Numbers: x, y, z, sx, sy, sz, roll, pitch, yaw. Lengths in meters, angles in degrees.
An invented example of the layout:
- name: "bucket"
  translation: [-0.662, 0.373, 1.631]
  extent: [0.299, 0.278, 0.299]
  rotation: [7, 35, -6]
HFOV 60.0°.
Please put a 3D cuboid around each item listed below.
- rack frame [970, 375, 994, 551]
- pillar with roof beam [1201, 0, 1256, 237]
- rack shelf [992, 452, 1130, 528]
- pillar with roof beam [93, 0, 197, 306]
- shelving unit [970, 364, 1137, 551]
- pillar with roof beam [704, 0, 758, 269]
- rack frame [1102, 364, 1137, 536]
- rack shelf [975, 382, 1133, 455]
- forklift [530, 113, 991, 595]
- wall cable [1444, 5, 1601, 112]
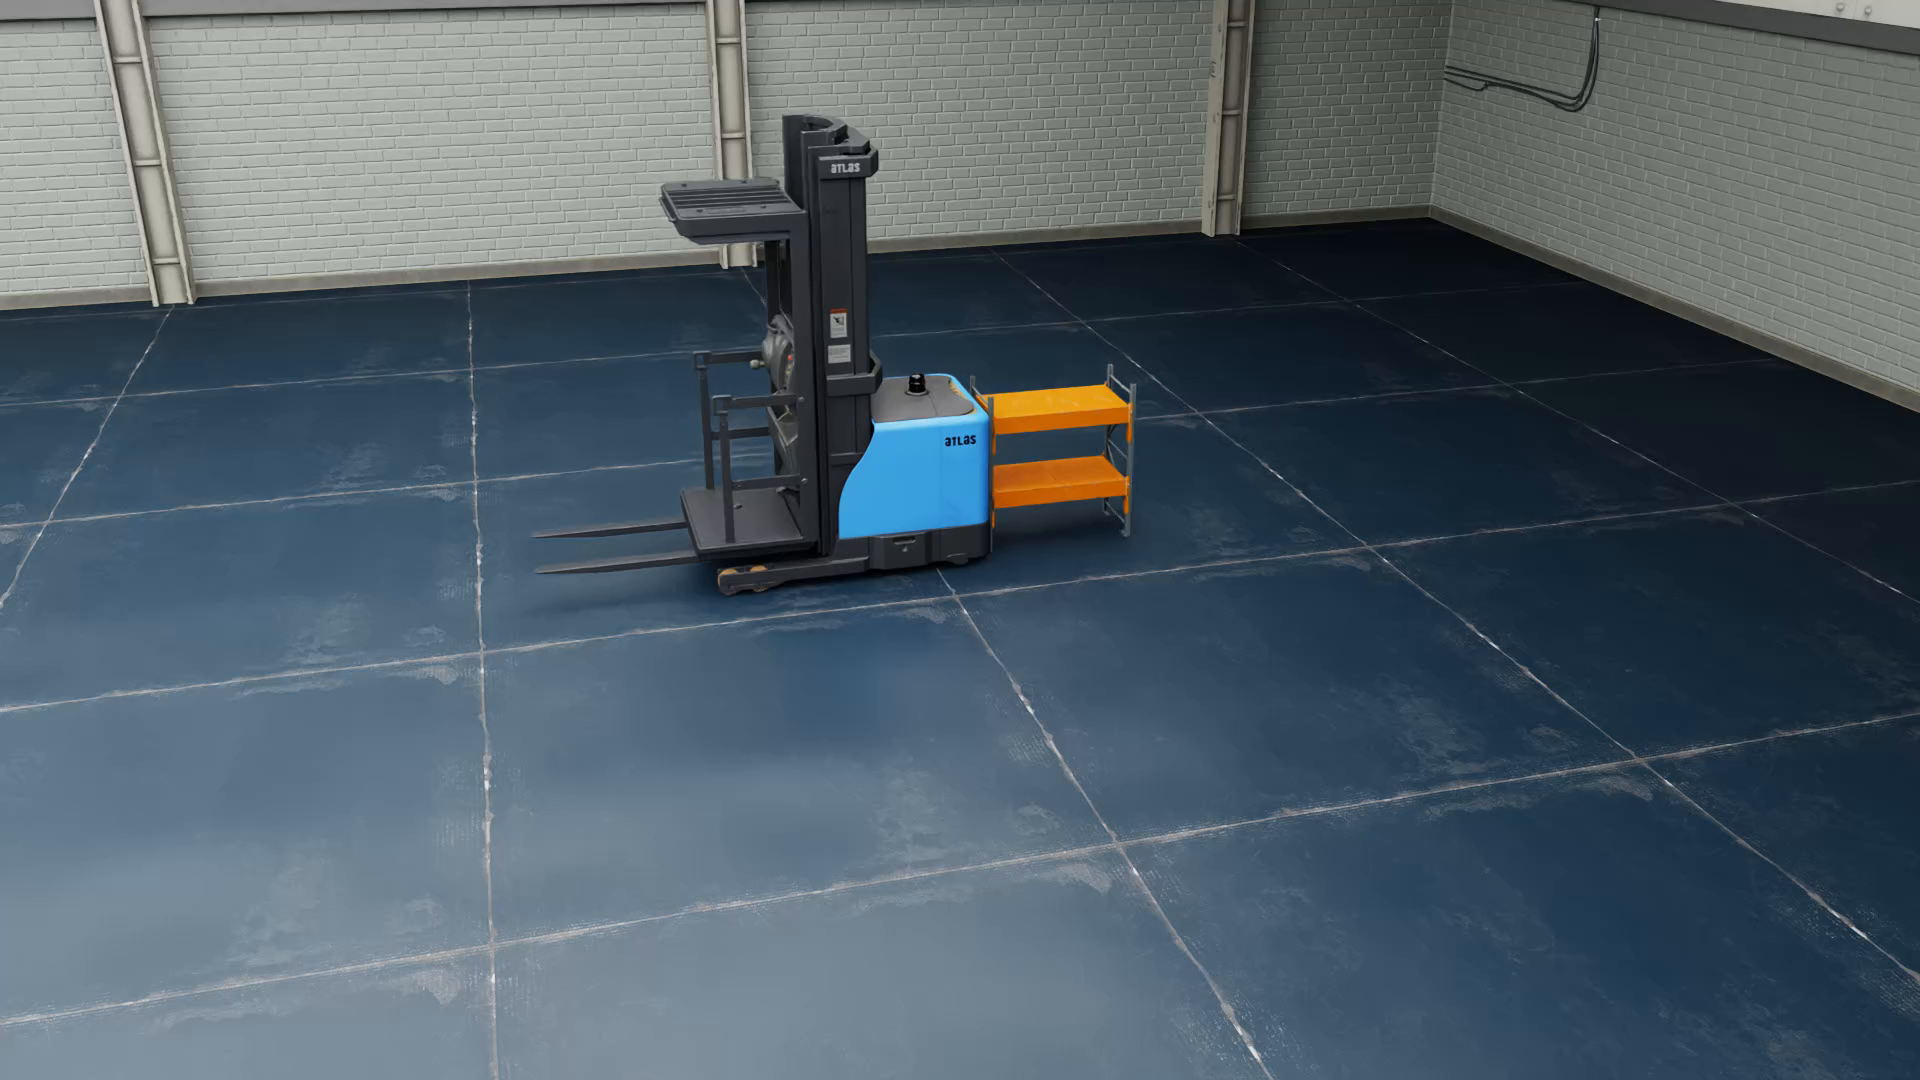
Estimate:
- name: "rack frame"
  translation: [0.147, -0.533, 11.565]
  extent: [0.032, 1.125, 0.500]
  rotation: [-6, 24, -14]
- name: "pillar with roof beam"
  translation: [4.391, -6.311, 15.045]
  extent: [0.400, 9.000, 9.100]
  rotation: [-6, 24, -14]
- name: "rack shelf"
  translation: [0.638, -0.361, 11.784]
  extent: [1.000, 0.278, 0.538]
  rotation: [-6, 24, -14]
- name: "pillar with roof beam"
  translation: [-7.163, -5.032, 12.066]
  extent: [0.400, 9.000, 9.100]
  rotation: [-6, 24, -14]
- name: "shelving unit"
  translation: [0.638, -0.585, 11.688]
  extent: [1.048, 1.125, 0.538]
  rotation: [-6, 24, -14]
- name: "pillar with roof beam"
  translation: [-1.386, -5.672, 13.556]
  extent: [0.400, 9.000, 9.100]
  rotation: [-6, 24, -14]
- name: "rack frame"
  translation: [1.128, -0.638, 11.811]
  extent: [0.032, 1.125, 0.500]
  rotation: [-6, 24, -14]
- name: "rack shelf"
  translation: [0.638, -0.854, 11.573]
  extent: [1.000, 0.278, 0.538]
  rotation: [-6, 24, -14]
- name: "forklift"
  translation: [-1.367, -1.218, 10.871]
  extent: [3.031, 2.935, 1.130]
  rotation: [-6, 24, -14]
- name: "wall cable"
  translation: [6.422, -6.330, 19.028]
  extent: [0.112, 2.526, 3.097]
  rotation: [-6, 24, -14]
